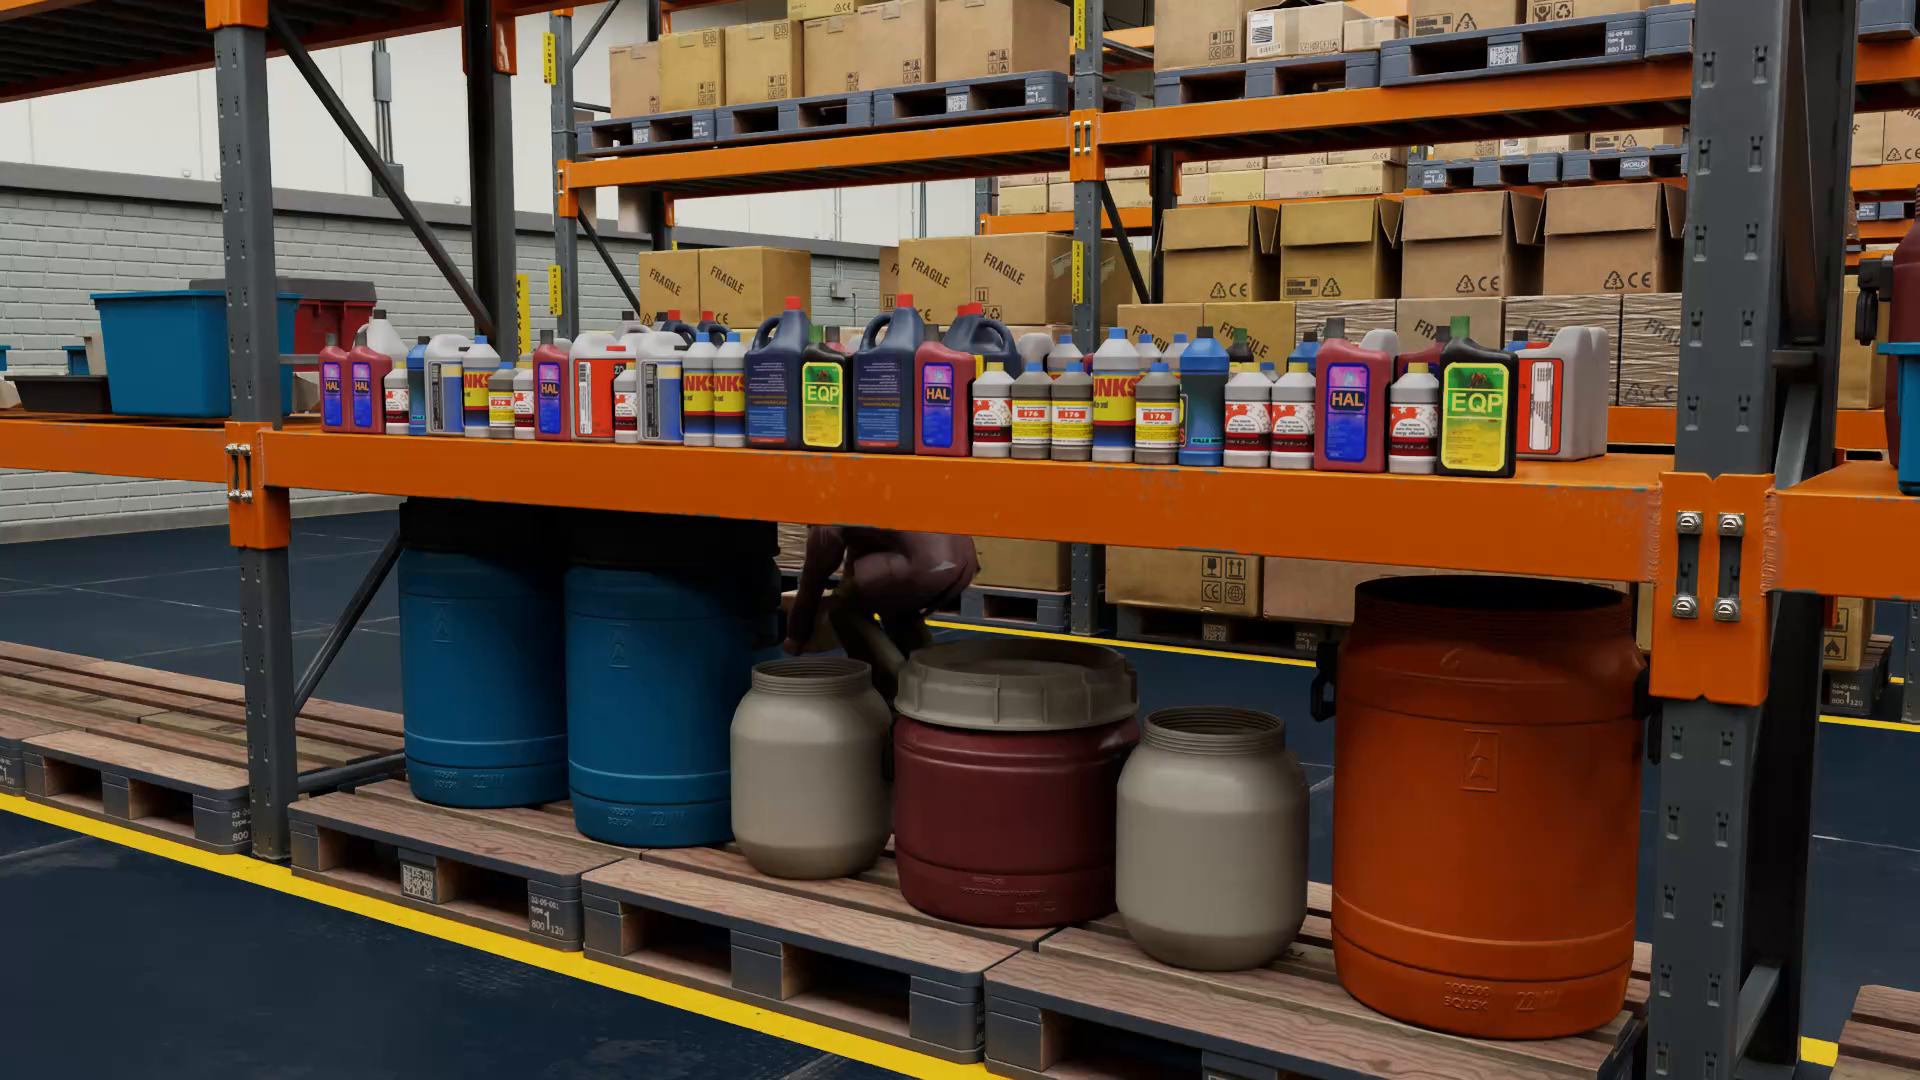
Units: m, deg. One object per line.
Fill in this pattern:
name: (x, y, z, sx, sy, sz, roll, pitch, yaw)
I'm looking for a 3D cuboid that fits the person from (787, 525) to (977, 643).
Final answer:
person: (-0.331, 0.115, 7.344, 0.859, 0.715, 0.585, 4, 7, 31)
